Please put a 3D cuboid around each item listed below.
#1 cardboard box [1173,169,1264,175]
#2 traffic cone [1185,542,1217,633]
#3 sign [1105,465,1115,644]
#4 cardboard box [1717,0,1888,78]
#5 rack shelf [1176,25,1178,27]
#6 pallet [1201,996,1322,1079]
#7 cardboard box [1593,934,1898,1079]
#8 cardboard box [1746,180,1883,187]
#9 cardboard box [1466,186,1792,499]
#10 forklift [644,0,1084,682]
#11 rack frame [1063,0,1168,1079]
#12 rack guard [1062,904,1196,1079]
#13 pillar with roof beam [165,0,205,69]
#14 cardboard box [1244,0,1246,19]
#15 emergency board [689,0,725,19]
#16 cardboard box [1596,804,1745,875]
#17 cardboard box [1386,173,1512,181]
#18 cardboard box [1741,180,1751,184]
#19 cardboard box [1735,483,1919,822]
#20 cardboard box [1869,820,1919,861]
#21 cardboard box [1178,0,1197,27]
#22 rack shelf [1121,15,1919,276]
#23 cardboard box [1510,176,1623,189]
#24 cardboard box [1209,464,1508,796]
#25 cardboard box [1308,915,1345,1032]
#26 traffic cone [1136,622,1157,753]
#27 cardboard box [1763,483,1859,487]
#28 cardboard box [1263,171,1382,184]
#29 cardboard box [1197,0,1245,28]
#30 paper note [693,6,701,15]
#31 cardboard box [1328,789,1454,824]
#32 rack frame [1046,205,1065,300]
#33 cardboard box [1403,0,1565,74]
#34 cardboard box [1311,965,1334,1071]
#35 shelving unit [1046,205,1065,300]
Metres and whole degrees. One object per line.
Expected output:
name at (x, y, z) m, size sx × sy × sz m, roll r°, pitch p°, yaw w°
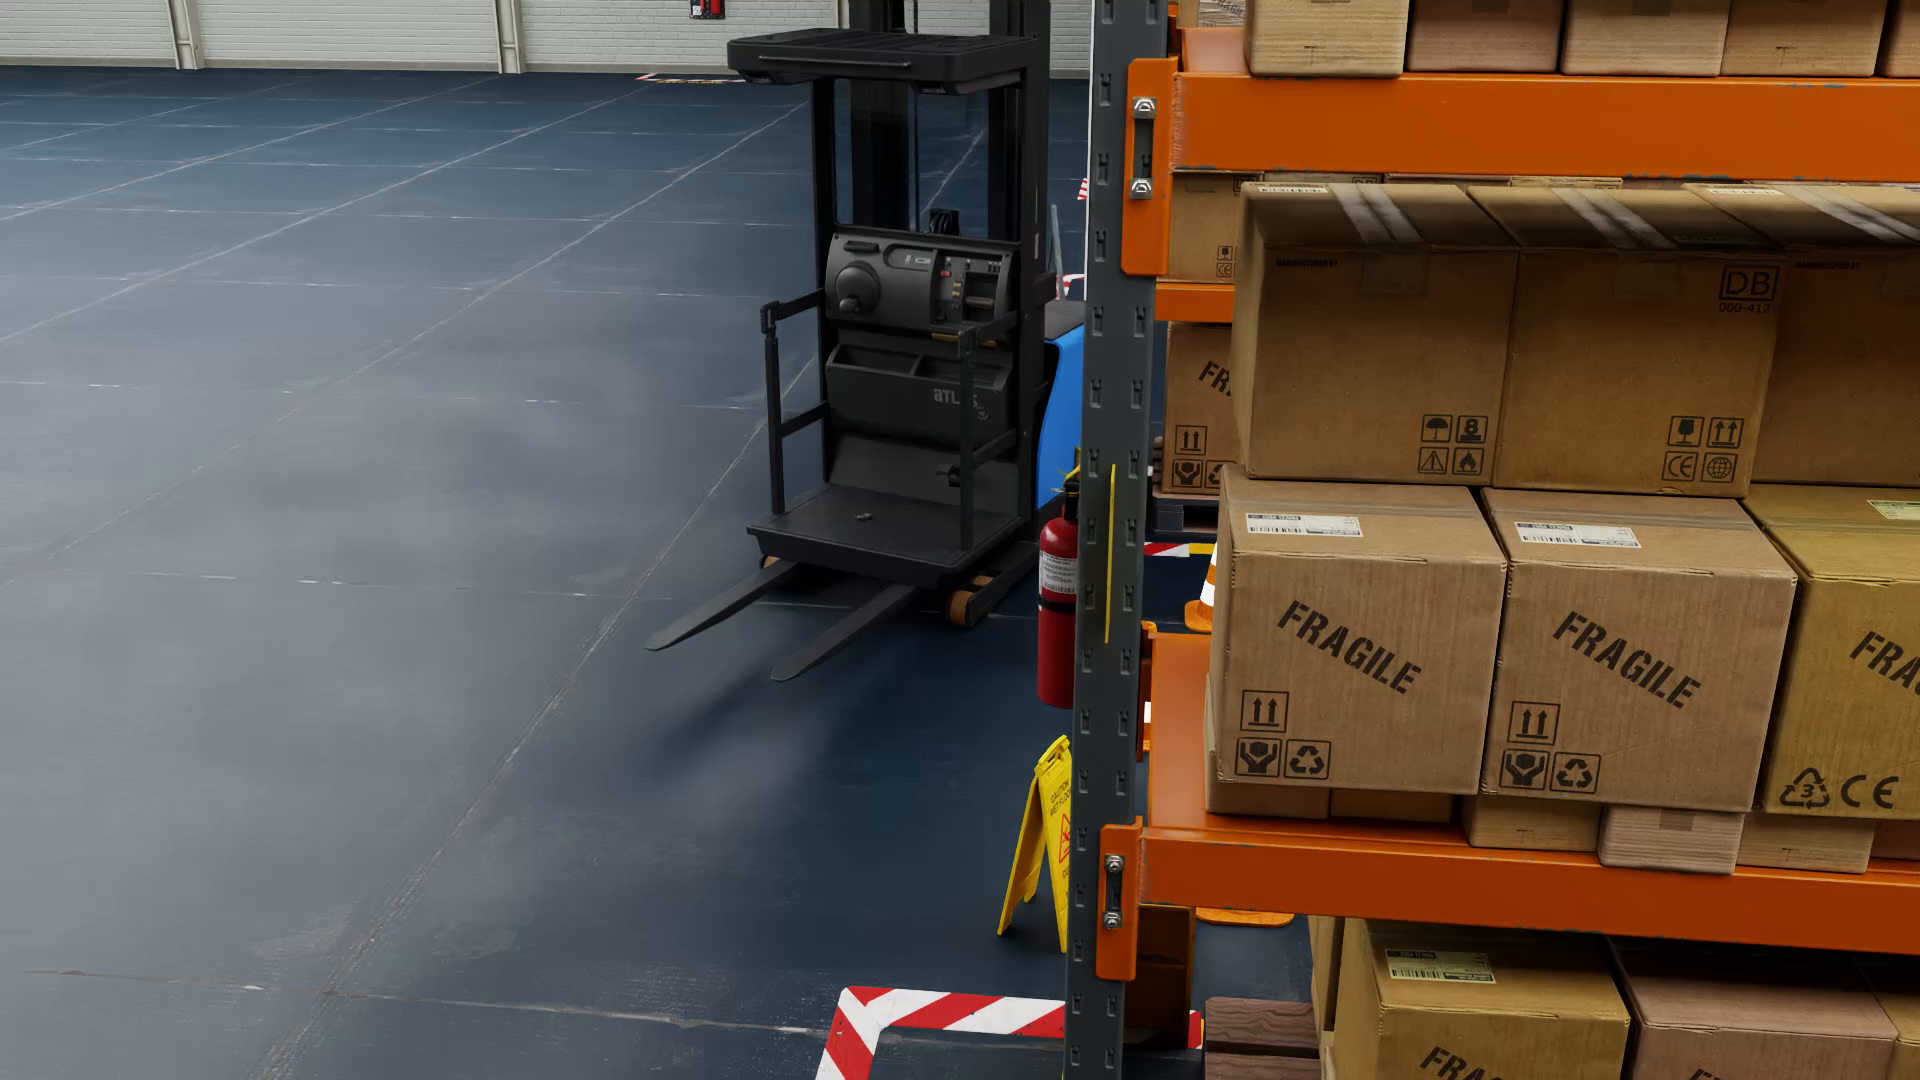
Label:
cardboard box at (1.191, -2.122, 8.055) m, size 0.550 × 0.550 × 0.875 m, roll 2°, pitch 22°, yaw 6°
traffic cone at (1.188, 0.141, 7.455) m, size 0.334 × 0.463 × 0.336 m, roll 2°, pitch 22°, yaw 6°
sign at (0.281, 0.027, 3.115) m, size 0.005 × 0.325 × 0.100 m, roll 2°, pitch 22°, yaw 6°
cardboard box at (1.415, -0.910, 2.923) m, size 0.250 × 0.149 × 0.380 m, roll 2°, pitch 22°, yaw 6°
rack shelf at (4.667, -6.583, 21.989) m, size 4.000 × 0.370 × 1.077 m, roll 2°, pitch 22°, yaw 6°
pallet at (1.223, 1.579, 4.158) m, size 1.213 × 0.211 × 1.003 m, roll 2°, pitch 22°, yaw 6°
cardboard box at (1.657, 1.123, 3.667) m, size 0.500 × 0.500 × 0.500 m, roll 2°, pitch 22°, yaw 4°
cardboard box at (3.877, -1.989, 7.719) m, size 0.550 × 0.550 × 0.875 m, roll 2°, pitch 22°, yaw 6°
cardboard box at (1.380, -0.452, 3.602) m, size 0.500 × 0.500 × 0.700 m, roll 3°, pitch 22°, yaw 7°
forklift at (-0.289, -1.158, 7.382) m, size 1.130 × 2.935 × 3.031 m, roll 11°, pitch 24°, yaw 25°
rack frame at (0.345, 0.231, 3.776) m, size 0.127 × 3.000 × 1.000 m, roll 2°, pitch 22°, yaw 6°
rack guard at (0.421, 1.397, 4.227) m, size 0.348 × 0.500 × 1.175 m, roll 2°, pitch 22°, yaw 6°
pillar with roof beam at (-14.324, -11.095, 24.264) m, size 0.400 × 9.000 × 9.100 m, roll 2°, pitch 22°, yaw 6°
cardboard box at (0.732, -1.134, 3.490) m, size 0.250 × 0.149 × 0.380 m, roll 3°, pitch 22°, yaw 7°
emergency board at (-4.351, -9.479, 28.335) m, size 0.643 × 1.169 × 0.194 m, roll 2°, pitch 22°, yaw 6°
cardboard box at (1.411, 0.513, 3.405) m, size 0.250 × 0.149 × 0.380 m, roll 3°, pitch 22°, yaw 7°
cardboard box at (2.288, -2.058, 7.894) m, size 0.550 × 0.550 × 0.875 m, roll 2°, pitch 22°, yaw 6°
cardboard box at (3.883, -1.504, 7.961) m, size 0.550 × 0.550 × 0.875 m, roll 2°, pitch 22°, yaw 6°
cardboard box at (1.804, 0.211, 3.286) m, size 0.500 × 0.500 × 0.500 m, roll 2°, pitch 22°, yaw 5°
cardboard box at (1.941, 0.501, 3.434) m, size 0.250 × 0.149 × 0.380 m, roll 3°, pitch 22°, yaw 8°
cardboard box at (3.143, -7.025, 21.994) m, size 0.500 × 0.500 × 0.700 m, roll 3°, pitch 22°, yaw 6°
rack shelf at (2.331, -0.743, 3.137) m, size 4.000 × 0.370 × 1.077 m, roll 2°, pitch 22°, yaw 6°
cardboard box at (2.822, -1.557, 8.095) m, size 0.500 × 0.550 × 0.875 m, roll 2°, pitch 22°, yaw 6°
cardboard box at (0.783, 0.168, 3.395) m, size 0.500 × 0.500 × 0.500 m, roll 2°, pitch 22°, yaw 5°
cardboard box at (1.171, 0.905, 4.219) m, size 0.500 × 0.500 × 0.500 m, roll 3°, pitch 22°, yaw 7°
traffic cone at (0.717, 0.538, 6.449) m, size 0.334 × 0.463 × 0.336 m, roll 2°, pitch 22°, yaw 6°
cardboard box at (1.910, 0.015, 3.781) m, size 0.500 × 0.500 × 0.500 m, roll 2°, pitch 22°, yaw 6°
cardboard box at (1.750, -1.635, 8.292) m, size 0.550 × 0.550 × 0.875 m, roll 2°, pitch 22°, yaw 6°
cardboard box at (2.025, -3.914, 12.359) m, size 0.500 × 0.500 × 0.500 m, roll 2°, pitch 22°, yaw 6°
paper note at (-4.518, -9.102, 28.580) m, size 0.142 × 0.148 × 0.016 m, roll 2°, pitch 22°, yaw 6°
cardboard box at (0.911, 0.444, 3.579) m, size 0.250 × 0.149 × 0.380 m, roll 3°, pitch 22°, yaw 7°
rack frame at (0.572, -1.193, 9.578) m, size 0.032 × 0.500 × 1.500 m, roll -1°, pitch 59°, yaw -3°
cardboard box at (0.908, -0.935, 2.988) m, size 0.250 × 0.149 × 0.380 m, roll 2°, pitch 22°, yaw 5°
cardboard box at (1.203, 1.252, 4.361) m, size 0.500 × 0.250 × 0.500 m, roll 2°, pitch 22°, yaw 6°
shelving unit at (0.073, -1.186, 9.549) m, size 1.083 × 0.587 × 1.500 m, roll -1°, pitch 59°, yaw -3°
